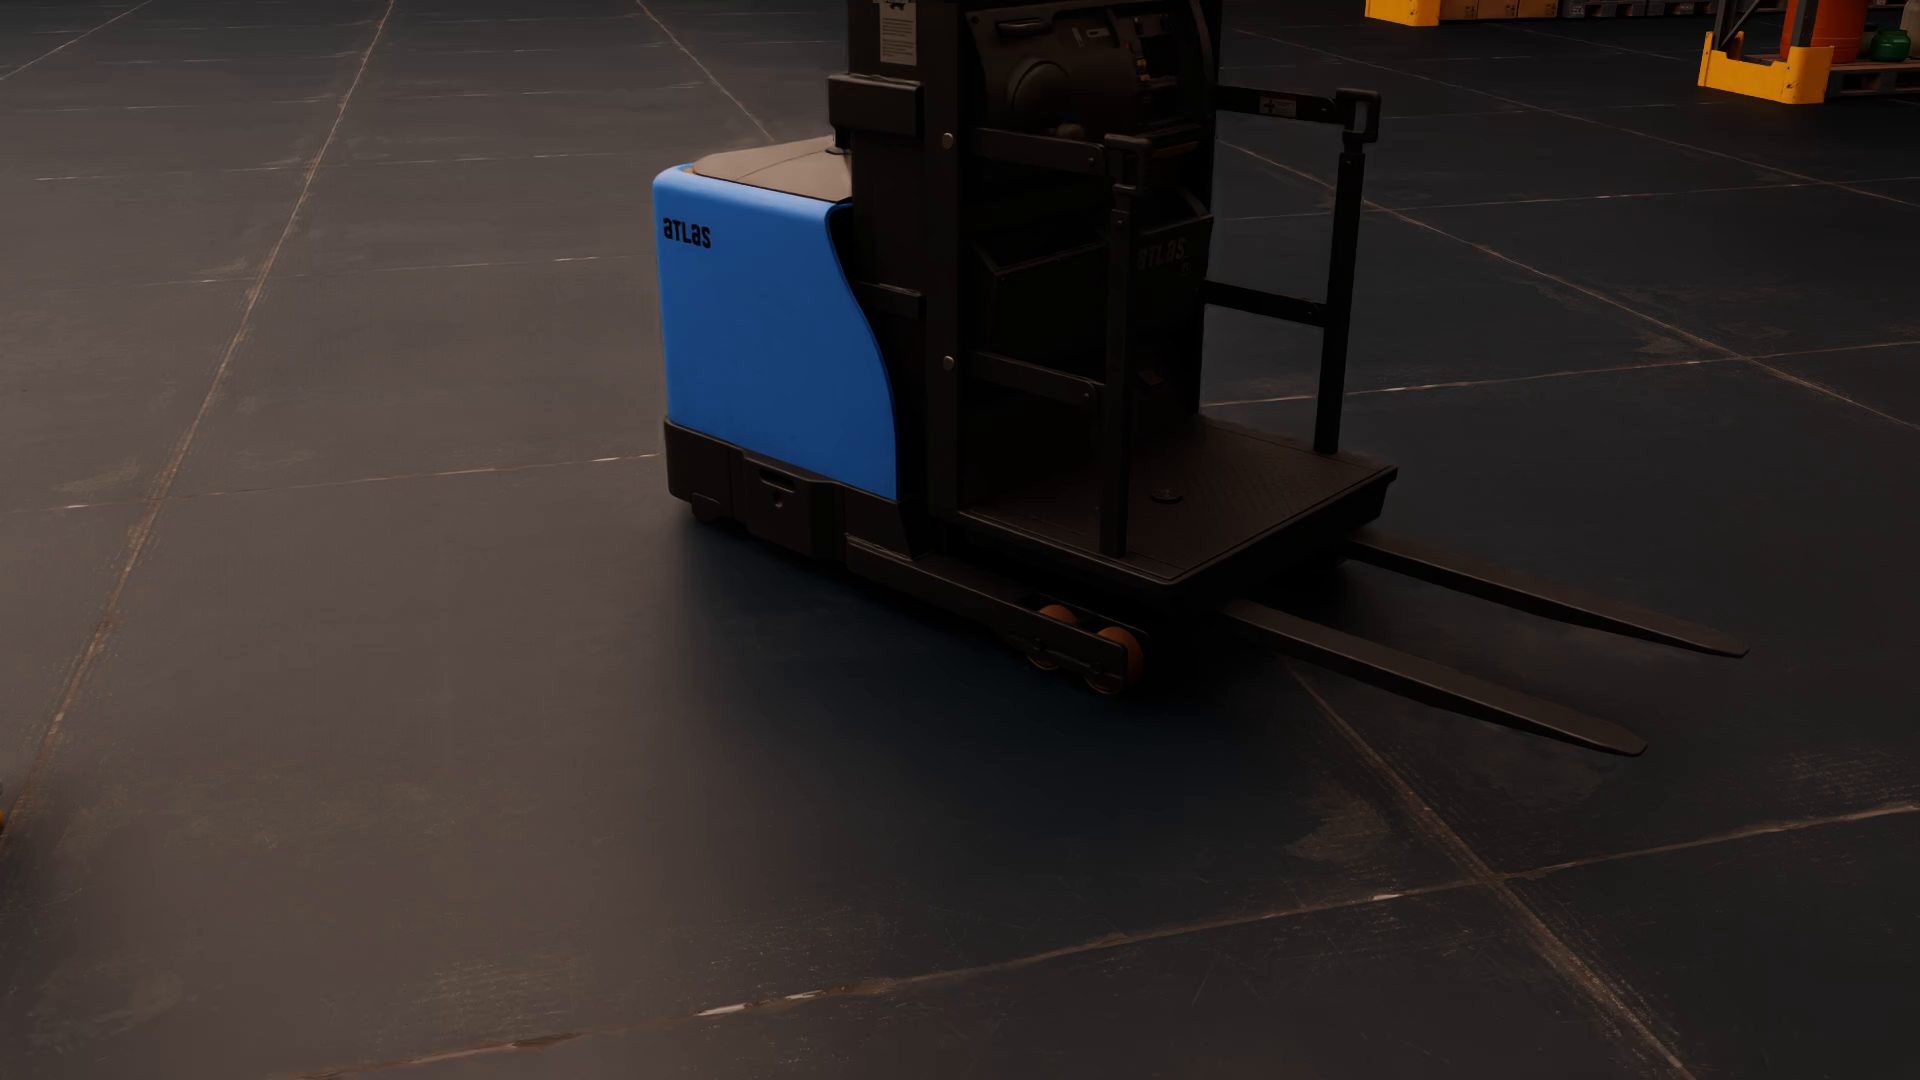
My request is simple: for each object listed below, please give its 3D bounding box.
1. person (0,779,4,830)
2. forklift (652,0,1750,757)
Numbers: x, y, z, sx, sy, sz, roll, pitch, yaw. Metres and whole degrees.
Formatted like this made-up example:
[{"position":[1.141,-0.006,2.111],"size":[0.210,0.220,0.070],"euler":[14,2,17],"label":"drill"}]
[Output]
[{"position":[-2.214,-0.135,3.191],"size":[0.918,1.775,0.501],"euler":[19,30,38],"label":"person"},{"position":[0.508,-1.194,4.117],"size":[3.031,2.935,1.130],"euler":[20,30,38],"label":"forklift"}]
